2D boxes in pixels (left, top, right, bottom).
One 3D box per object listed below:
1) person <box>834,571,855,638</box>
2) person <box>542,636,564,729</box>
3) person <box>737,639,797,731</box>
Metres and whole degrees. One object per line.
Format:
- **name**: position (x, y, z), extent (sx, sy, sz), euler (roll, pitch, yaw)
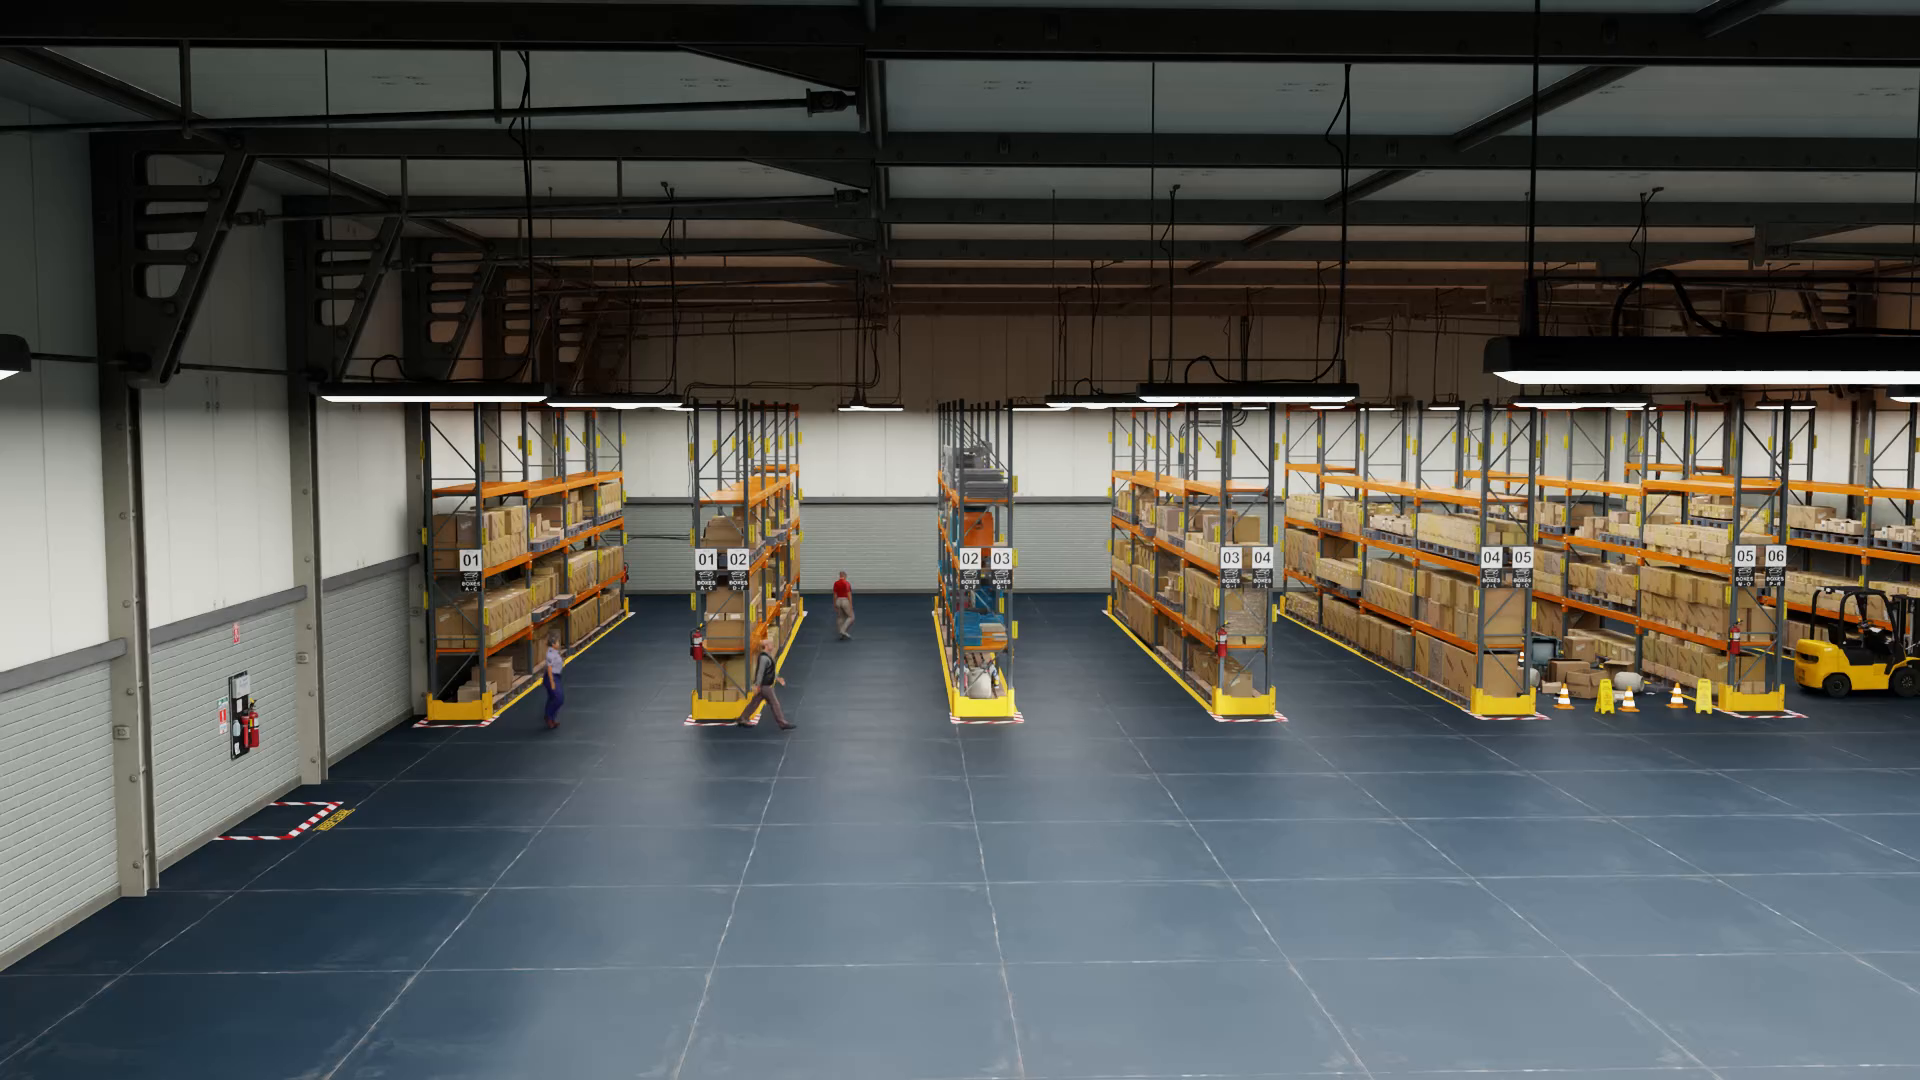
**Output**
- **person**: position (-2.993, 1.648, 42.361), extent (0.573, 1.725, 0.516), euler (3, 5, 35)
- **person**: position (-7.419, 2.603, 30.397), extent (0.422, 1.650, 0.505), euler (0, 4, -1)
- **person**: position (-3.489, 2.605, 29.929), extent (1.111, 1.655, 0.561), euler (0, 4, 2)
